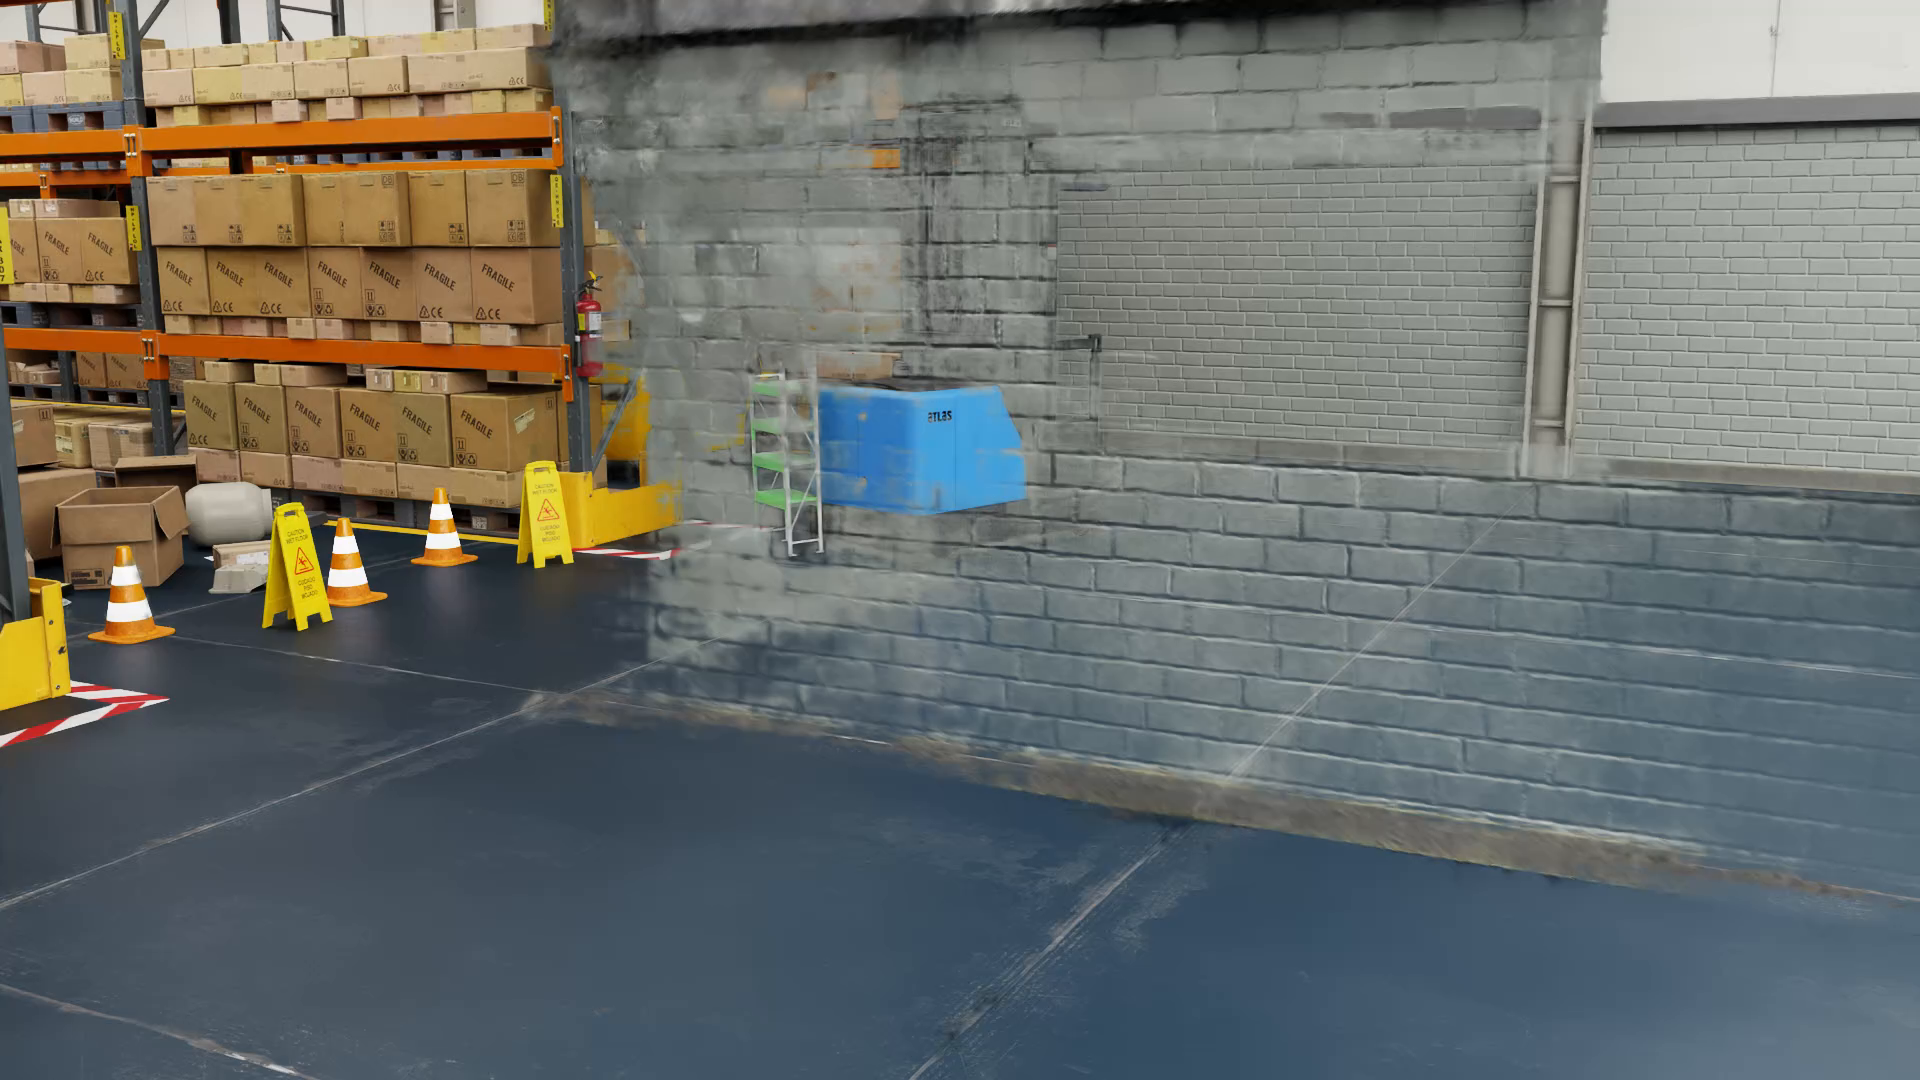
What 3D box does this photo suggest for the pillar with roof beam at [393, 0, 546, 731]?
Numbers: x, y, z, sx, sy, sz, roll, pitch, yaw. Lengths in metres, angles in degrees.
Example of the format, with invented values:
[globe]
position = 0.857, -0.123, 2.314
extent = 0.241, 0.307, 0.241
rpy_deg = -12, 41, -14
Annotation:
[pillar with roof beam]
position = 3.144, -4.300, 9.723
extent = 0.400, 9.000, 9.100
rpy_deg = 5, 11, 26
